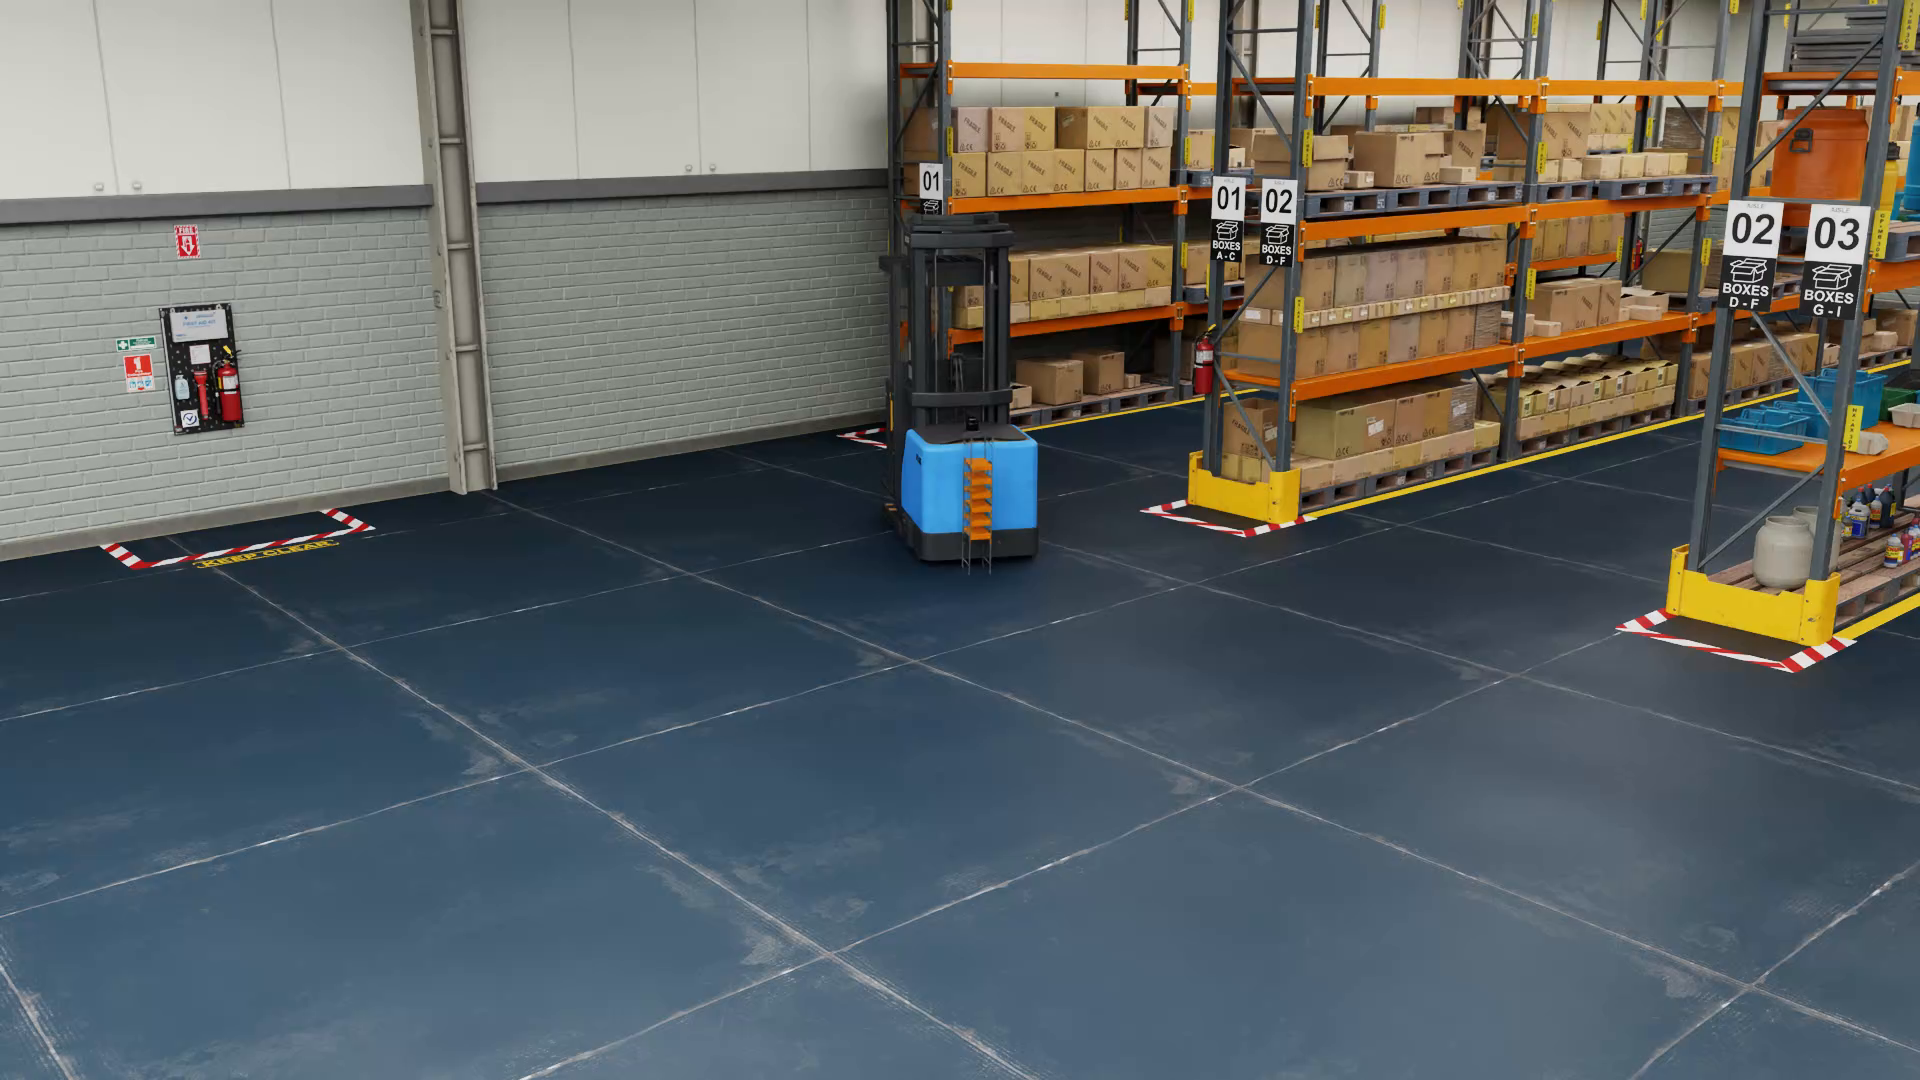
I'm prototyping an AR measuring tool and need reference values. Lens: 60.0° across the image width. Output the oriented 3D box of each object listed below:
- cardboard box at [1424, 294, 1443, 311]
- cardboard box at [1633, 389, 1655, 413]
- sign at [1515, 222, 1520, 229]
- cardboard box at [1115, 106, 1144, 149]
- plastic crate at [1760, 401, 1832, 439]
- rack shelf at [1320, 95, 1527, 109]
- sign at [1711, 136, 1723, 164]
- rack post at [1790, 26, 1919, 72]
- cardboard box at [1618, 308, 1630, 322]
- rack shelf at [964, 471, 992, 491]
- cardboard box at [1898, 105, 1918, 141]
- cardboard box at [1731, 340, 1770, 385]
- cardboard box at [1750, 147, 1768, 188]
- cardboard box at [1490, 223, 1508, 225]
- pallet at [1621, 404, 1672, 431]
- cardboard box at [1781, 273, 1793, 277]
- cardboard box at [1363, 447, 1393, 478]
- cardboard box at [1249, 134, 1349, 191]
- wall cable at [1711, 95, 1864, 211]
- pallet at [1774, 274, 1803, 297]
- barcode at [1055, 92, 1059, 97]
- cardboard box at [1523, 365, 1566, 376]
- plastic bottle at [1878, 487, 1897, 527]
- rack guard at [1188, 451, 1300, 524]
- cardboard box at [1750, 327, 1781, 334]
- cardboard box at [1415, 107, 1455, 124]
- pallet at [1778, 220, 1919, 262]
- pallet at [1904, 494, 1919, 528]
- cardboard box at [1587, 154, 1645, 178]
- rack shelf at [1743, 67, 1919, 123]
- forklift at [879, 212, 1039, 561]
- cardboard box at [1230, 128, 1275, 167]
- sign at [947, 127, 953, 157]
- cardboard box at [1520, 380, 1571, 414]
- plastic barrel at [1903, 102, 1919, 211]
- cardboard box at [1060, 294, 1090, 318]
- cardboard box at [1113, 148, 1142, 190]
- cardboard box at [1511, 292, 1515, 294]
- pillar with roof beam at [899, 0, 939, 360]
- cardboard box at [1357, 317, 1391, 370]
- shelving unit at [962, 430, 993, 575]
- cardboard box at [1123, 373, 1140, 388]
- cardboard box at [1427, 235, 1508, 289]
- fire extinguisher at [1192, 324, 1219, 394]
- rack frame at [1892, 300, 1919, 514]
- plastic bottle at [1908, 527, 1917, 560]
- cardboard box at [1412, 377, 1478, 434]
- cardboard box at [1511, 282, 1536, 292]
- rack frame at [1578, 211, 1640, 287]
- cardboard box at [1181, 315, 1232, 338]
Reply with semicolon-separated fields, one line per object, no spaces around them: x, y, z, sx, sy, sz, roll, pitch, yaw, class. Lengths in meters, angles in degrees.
4.778;-2.477;17.262;0.250;0.149;0.380;-12;19;-38;cardboard box
8.195;-1.746;20.488;0.500;0.250;0.500;-13;20;-40;cardboard box
8.945;-5.154;26.644;0.005;0.325;0.100;-13;19;-39;sign
1.938;-5.139;20.695;0.500;0.500;0.500;-11;19;-36;cardboard box
6.707;-0.956;13.304;0.408;0.251;0.499;-13;19;-39;plastic crate
7.073;-6.756;25.275;4.000;0.370;1.077;-13;19;-39;rack shelf
9.177;-4.724;20.154;0.005;0.325;0.100;-13;19;-39;sign
6.686;-3.536;12.019;0.954;0.300;0.937;-10;18;-33;rack post
7.894;-2.748;20.211;0.250;0.149;0.380;-11;18;-35;cardboard box
0.148;-0.498;14.006;0.180;0.103;0.258;-4;19;-15;rack shelf
13.737;-6.168;24.584;0.500;0.500;0.700;-13;19;-39;cardboard box
10.513;-2.385;22.359;0.500;0.500;0.500;-14;20;-41;cardboard box
9.903;-4.848;21.582;0.500;0.500;0.910;-13;19;-39;cardboard box
8.397;-5.172;26.539;0.500;0.250;0.500;-12;19;-38;cardboard box
8.172;-1.617;20.894;1.213;0.211;1.003;-13;19;-39;pallet
11.332;-3.988;23.360;0.700;0.500;0.500;8;17;28;cardboard box
4.086;-0.833;17.069;0.500;0.250;0.500;-13;19;-39;cardboard box
3.220;-3.607;15.843;0.637;0.503;0.797;-11;18;-36;cardboard box
16.100;-7.702;32.663;0.112;2.526;3.097;-13;19;-39;wall cable
11.162;-3.567;23.162;1.213;0.211;1.003;-13;19;-39;pallet
1.216;-5.597;20.899;0.075;0.075;0.001;-13;19;-39;barcode
7.066;-1.946;20.151;0.500;0.311;0.500;-13;20;-40;cardboard box
8.263;-0.302;14.849;0.185;0.351;0.144;-13;19;-39;plastic bottle
2.765;-0.529;16.262;0.348;0.500;1.175;-13;19;-39;rack guard
11.311;-2.744;23.701;0.500;0.500;0.500;-14;20;-42;cardboard box
7.425;-6.590;25.796;0.500;0.250;0.500;-13;20;-41;cardboard box
6.721;-2.255;12.432;1.213;0.211;1.003;-13;19;-39;pallet
9.617;-0.247;15.765;1.213;0.211;1.003;-13;19;-39;pallet
7.691;-4.401;19.577;0.500;0.250;0.500;-13;20;-40;cardboard box
7.541;-3.472;12.980;4.000;0.370;1.077;-13;19;-39;rack shelf
-0.136;-1.573;15.459;1.130;2.935;3.031;-3;15;-12;forklift
3.942;-5.368;22.716;0.500;0.500;0.500;-14;20;-41;cardboard box
-0.115;-4.470;18.667;0.005;0.325;0.100;-13;19;-39;sign
6.657;-1.669;19.114;0.500;0.311;0.500;-13;20;-40;cardboard box
8.229;-3.200;13.819;0.708;0.901;0.600;-13;19;-39;plastic barrel
1.259;-2.924;20.635;0.500;0.250;0.500;-12;19;-39;cardboard box
1.938;-4.672;20.885;0.500;0.500;0.500;14;20;42;cardboard box
9.594;-3.924;28.157;0.500;0.500;0.700;-13;20;-40;cardboard box
2.315;-5.052;16.725;0.400;9.000;9.100;-13;19;-39;pillar with roof beam
3.916;-2.039;16.875;0.500;0.500;0.700;-12;19;-39;cardboard box
0.146;-0.312;14.066;0.189;1.200;0.258;-4;19;-15;shelving unit
2.163;-2.129;22.047;0.380;0.166;0.250;13;20;40;cardboard box
5.471;-3.017;18.025;0.500;0.500;0.700;-13;19;-39;cardboard box
2.389;-1.774;16.228;0.183;0.674;0.296;-13;19;-39;fire extinguisher
9.050;-1.453;14.879;0.127;3.000;1.000;-13;19;-39;rack frame
7.863;0.025;13.777;0.097;0.271;0.097;0;15;0;plastic bottle
5.210;-1.452;17.933;0.500;0.500;0.500;-13;19;-39;cardboard box
9.568;-4.301;28.313;0.250;0.149;0.380;-13;20;-41;cardboard box
11.599;-5.415;29.710;0.127;3.000;1.000;-13;19;-39;rack frame
3.421;-2.952;23.029;0.500;0.250;0.500;-13;20;-41;cardboard box
